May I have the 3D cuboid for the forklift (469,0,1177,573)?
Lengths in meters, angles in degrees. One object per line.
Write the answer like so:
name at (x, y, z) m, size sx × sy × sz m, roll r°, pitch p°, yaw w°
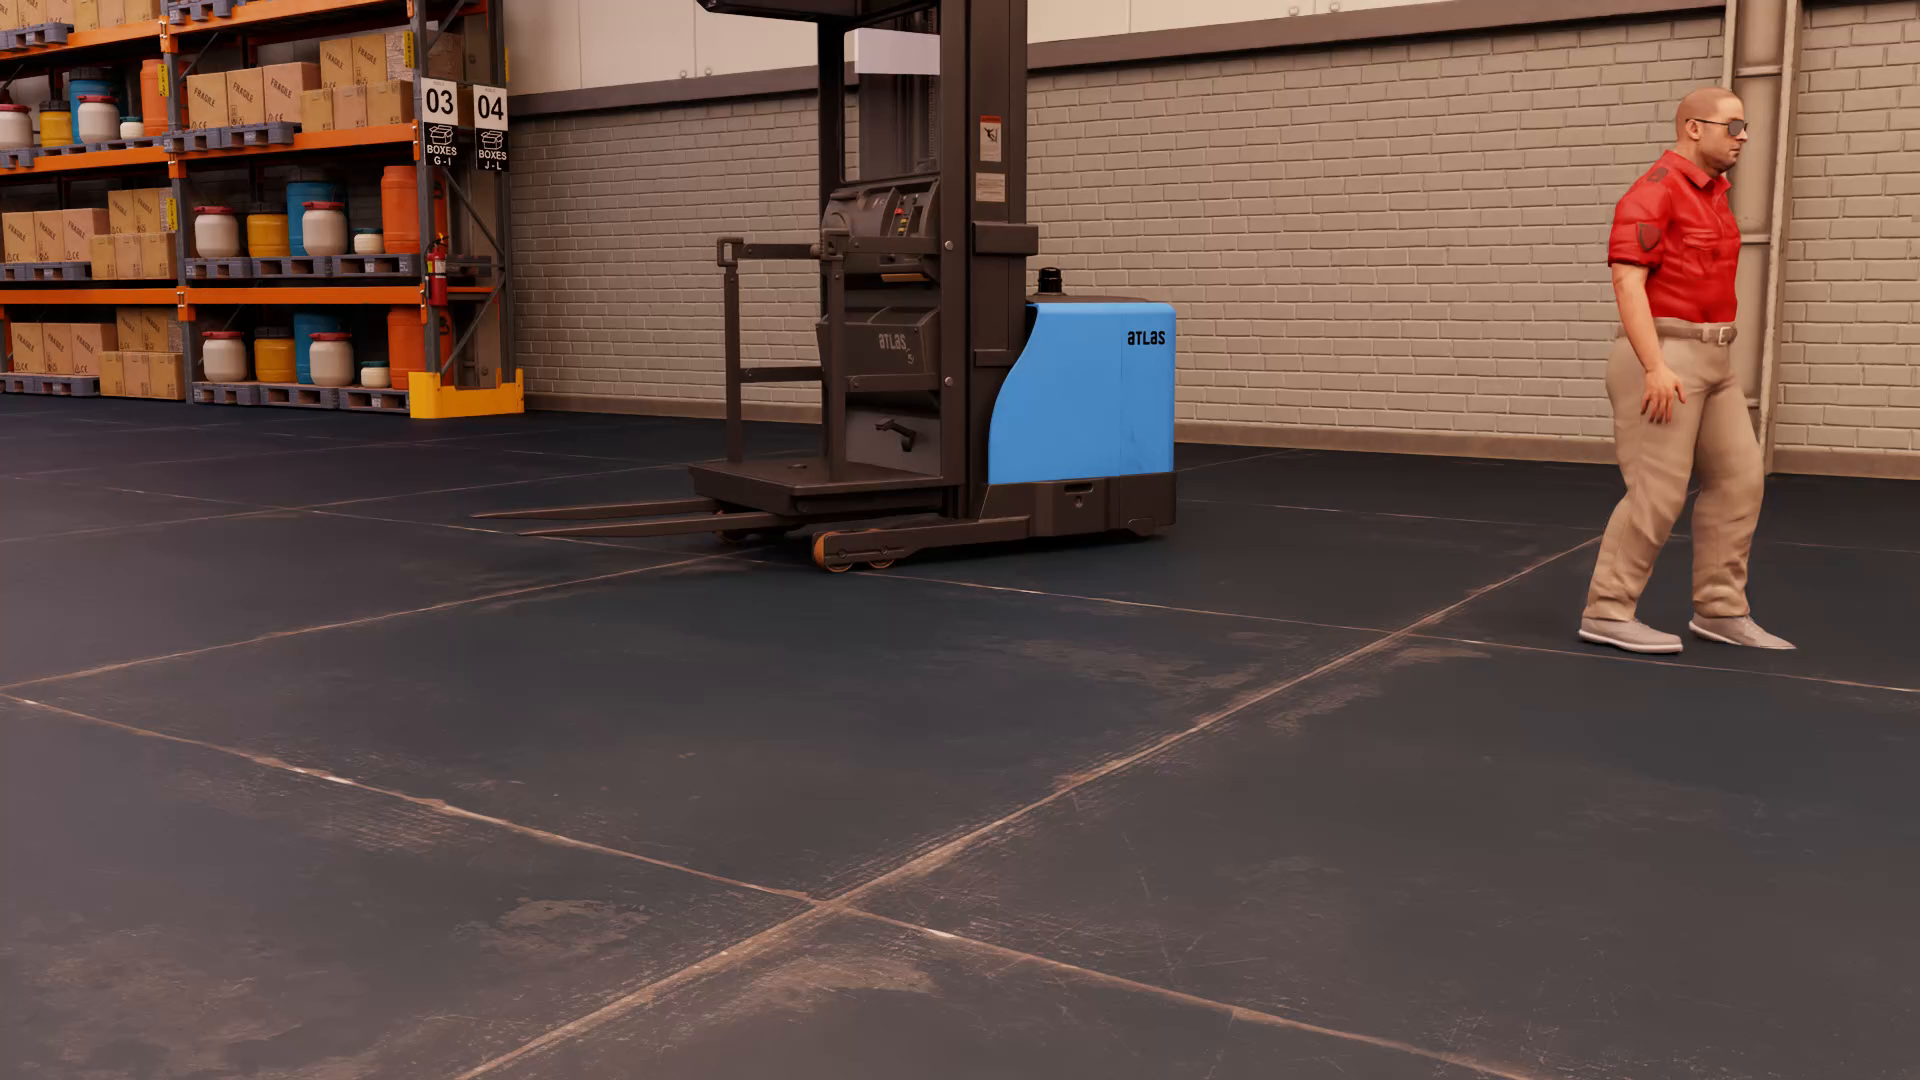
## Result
forklift at (-0.529, -1.404, 7.069) m, size 3.031 × 2.935 × 1.130 m, roll -5°, pitch 10°, yaw -32°

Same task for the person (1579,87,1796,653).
person at (2.256, -0.491, 5.112) m, size 0.622 × 1.759 × 0.521 m, roll -7°, pitch 11°, yaw -41°
